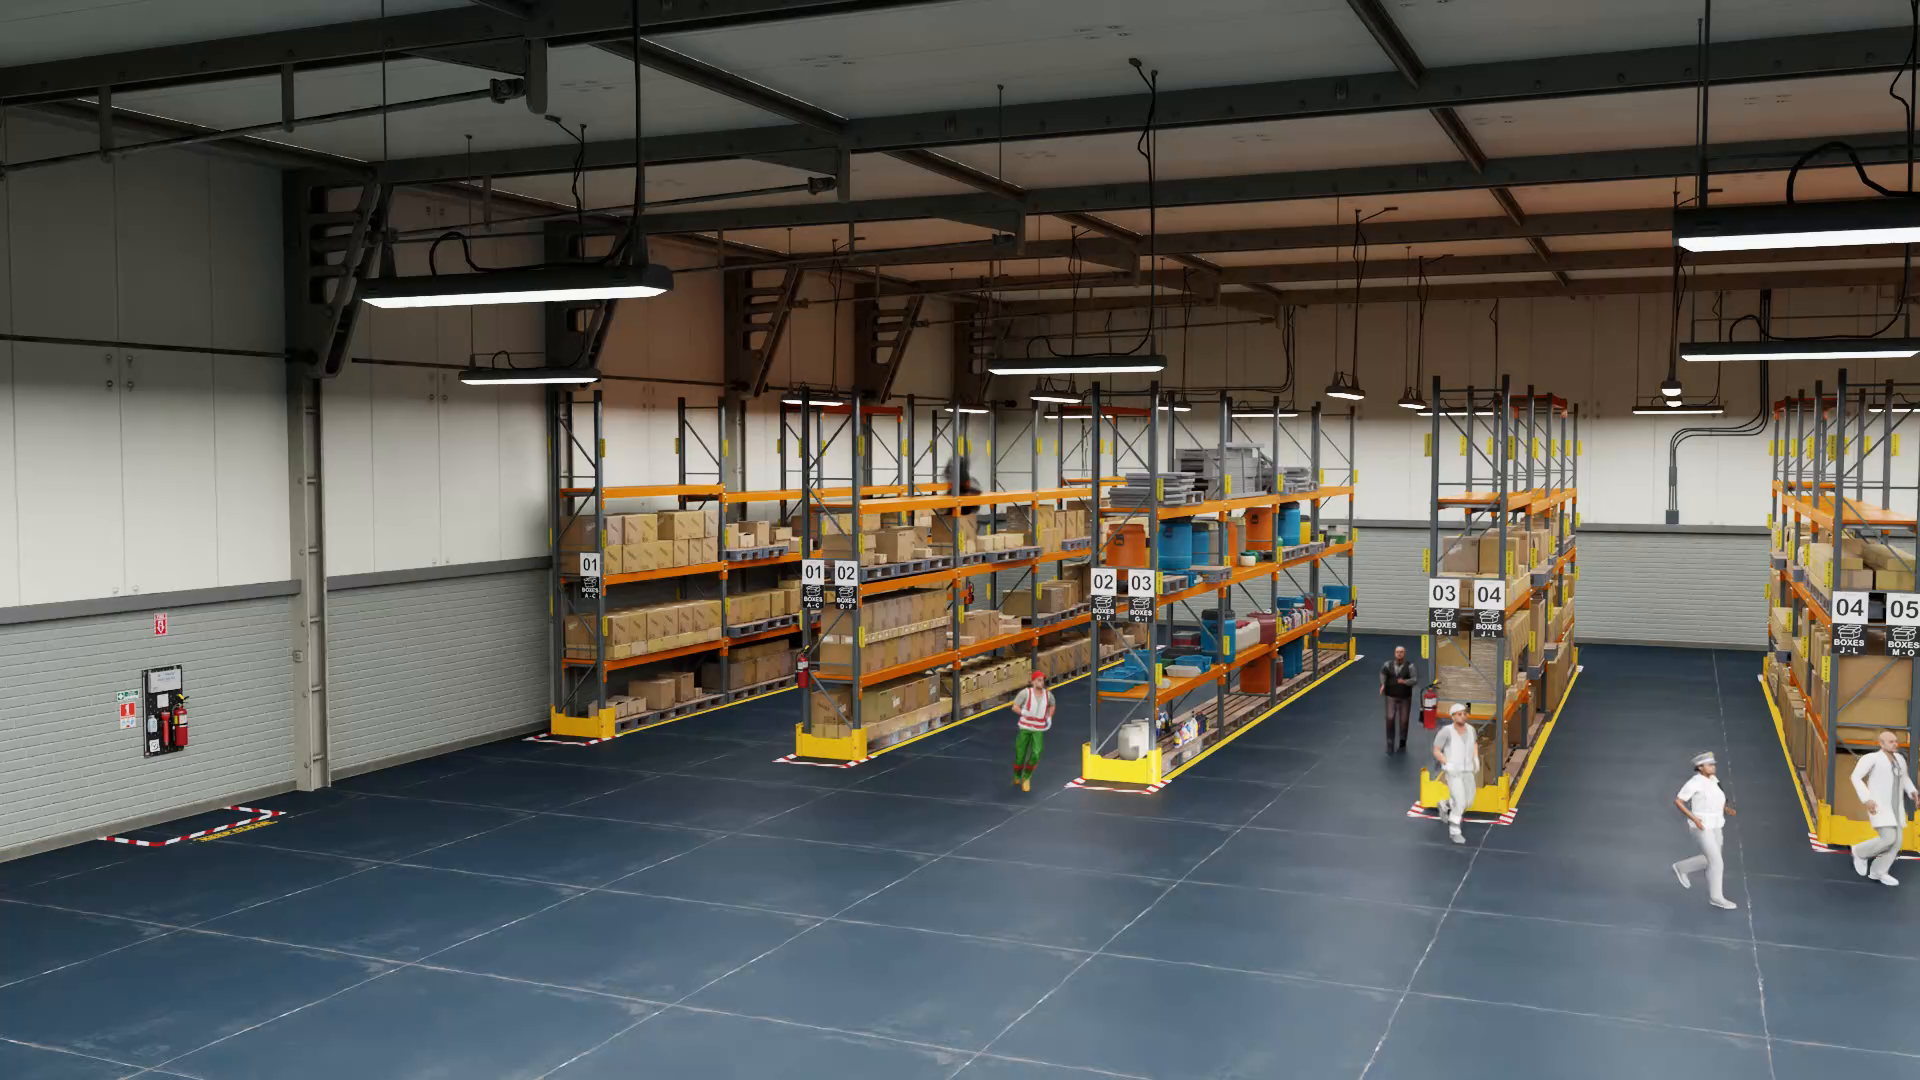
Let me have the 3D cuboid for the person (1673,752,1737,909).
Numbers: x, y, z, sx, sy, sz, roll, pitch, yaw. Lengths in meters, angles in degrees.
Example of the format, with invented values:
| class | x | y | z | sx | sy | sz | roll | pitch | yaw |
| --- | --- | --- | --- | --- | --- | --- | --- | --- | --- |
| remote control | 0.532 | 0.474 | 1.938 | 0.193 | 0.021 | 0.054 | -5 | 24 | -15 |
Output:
| class | x | y | z | sx | sy | sz | roll | pitch | yaw |
| --- | --- | --- | --- | --- | --- | --- | --- | --- | --- |
| person | 8.185 | 3.150 | 18.312 | 0.588 | 1.669 | 0.834 | -2 | 4 | -31 |

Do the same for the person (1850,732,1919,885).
| class | x | y | z | sx | sy | sz | roll | pitch | yaw |
| --- | --- | --- | --- | --- | --- | --- | --- | --- | --- |
| person | 10.657 | 3.075 | 19.163 | 0.725 | 1.747 | 0.634 | -1 | 3 | -18 |

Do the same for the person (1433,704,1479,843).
| class | x | y | z | sx | sy | sz | roll | pitch | yaw |
| --- | --- | --- | --- | --- | --- | --- | --- | --- | --- |
| person | 6.343 | 2.956 | 21.302 | 0.673 | 1.762 | 0.683 | -1 | 3 | -18 |

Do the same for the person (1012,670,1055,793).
| class | x | y | z | sx | sy | sz | roll | pitch | yaw |
| --- | --- | --- | --- | --- | --- | --- | --- | --- | --- |
| person | 1.092 | 2.790 | 24.307 | 0.661 | 1.773 | 0.678 | 0 | 3 | -4 |

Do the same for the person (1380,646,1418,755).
| class | x | y | z | sx | sy | sz | roll | pitch | yaw |
| --- | --- | --- | --- | --- | --- | --- | --- | --- | --- |
| person | 7.211 | 2.635 | 27.368 | 0.624 | 1.780 | 0.752 | 1 | 3 | 17 |
